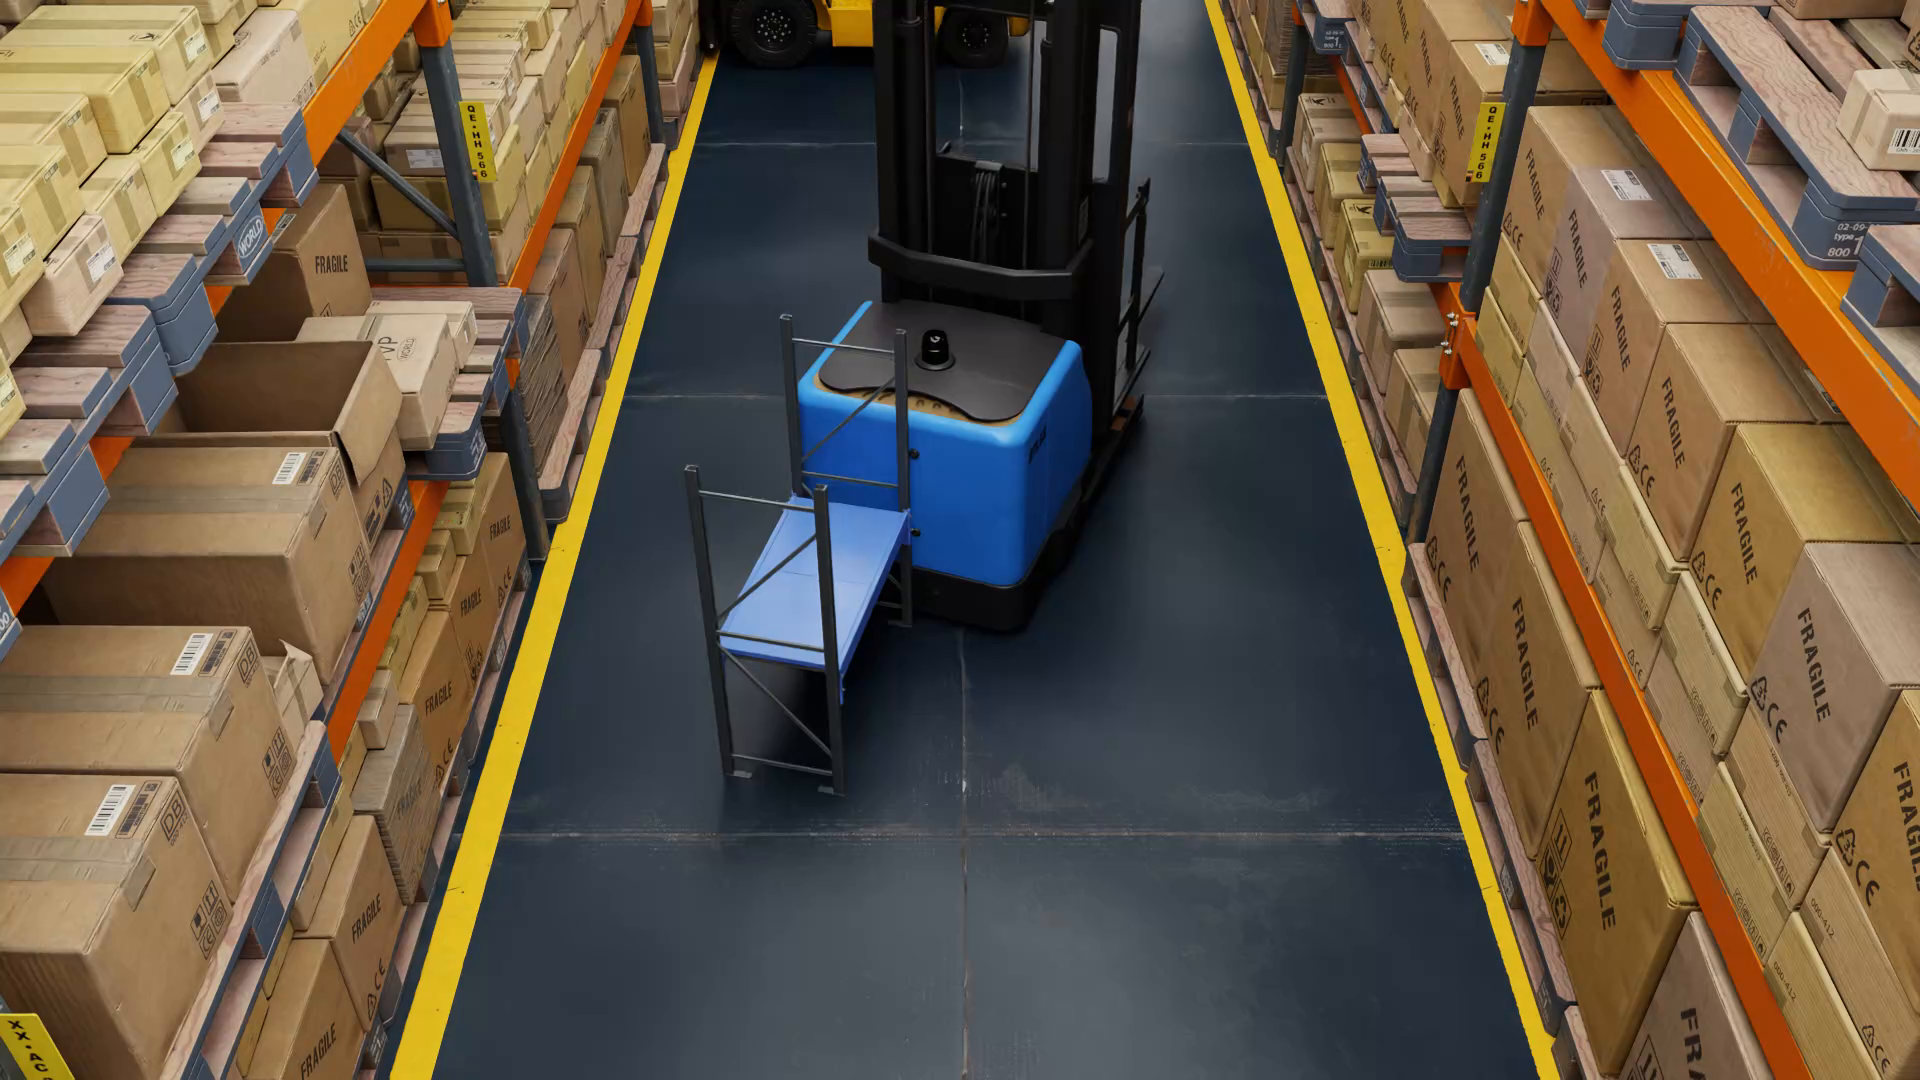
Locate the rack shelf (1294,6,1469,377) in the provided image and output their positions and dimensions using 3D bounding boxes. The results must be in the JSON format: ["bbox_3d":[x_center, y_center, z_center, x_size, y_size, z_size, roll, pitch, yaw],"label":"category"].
[{"bbox_3d":[2.563,-2.081,8.524,1.077,0.370,4.000,0,39,0],"label":"rack shelf"}]

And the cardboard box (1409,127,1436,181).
[{"bbox_3d":[2.211,-1.707,7.347,0.380,0.149,0.250,0,39,0],"label":"cardboard box"}]

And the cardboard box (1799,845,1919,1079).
[{"bbox_3d":[2.326,0.978,3.851,0.500,0.250,0.500,0,39,0],"label":"cardboard box"}]

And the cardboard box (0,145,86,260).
[{"bbox_3d":[-2.012,-0.669,3.335,0.380,0.149,0.250,-1,39,-1],"label":"cardboard box"}]

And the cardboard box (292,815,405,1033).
[{"bbox_3d":[-2.176,1.260,5.443,0.500,0.500,0.500,-1,39,-1],"label":"cardboard box"}]

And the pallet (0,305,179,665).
[{"bbox_3d":[-2.325,-0.109,3.239,1.213,0.211,1.003,0,39,0],"label":"pallet"}]

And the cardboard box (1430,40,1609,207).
[{"bbox_3d":[2.286,-1.715,6.837,0.500,0.500,0.500,-1,39,-1],"label":"cardboard box"}]

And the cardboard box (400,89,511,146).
[{"bbox_3d":[-2.106,-1.764,6.954,0.380,0.149,0.250,1,39,1],"label":"cardboard box"}]

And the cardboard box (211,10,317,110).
[{"bbox_3d":[-2.153,-1.270,4.657,0.500,0.250,0.500,0,39,0],"label":"cardboard box"}]

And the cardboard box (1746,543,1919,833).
[{"bbox_3d":[2.310,0.358,4.025,0.500,0.500,0.500,1,39,1],"label":"cardboard box"}]

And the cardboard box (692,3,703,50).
[{"bbox_3d":[-2.105,-3.639,11.756,0.500,0.250,0.500,1,39,1],"label":"cardboard box"}]

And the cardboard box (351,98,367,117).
[{"bbox_3d":[-2.714,-1.765,6.955,0.380,0.149,0.250,1,39,1],"label":"cardboard box"}]

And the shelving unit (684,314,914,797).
[{"bbox_3d":[-0.571,0.065,6.469,0.538,1.500,1.048,9,40,11],"label":"shelving unit"}]

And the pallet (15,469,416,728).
[{"bbox_3d":[-2.392,0.185,5.273,1.003,0.211,1.213,0,39,0],"label":"pallet"}]

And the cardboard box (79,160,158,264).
[{"bbox_3d":[-2.000,-0.705,3.618,0.380,0.149,0.250,0,39,-1],"label":"cardboard box"}]

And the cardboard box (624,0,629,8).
[{"bbox_3d":[-2.141,-3.233,9.506,0.500,0.250,0.500,1,39,1],"label":"cardboard box"}]

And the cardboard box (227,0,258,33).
[{"bbox_3d":[-2.208,-1.514,4.643,0.380,0.149,0.250,0,39,0],"label":"cardboard box"}]

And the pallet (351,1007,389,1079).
[{"bbox_3d":[-2.433,1.975,5.116,1.003,0.211,1.213,0,39,0],"label":"pallet"}]

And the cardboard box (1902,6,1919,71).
[{"bbox_3d":[2.857,-1.383,4.263,0.500,0.500,0.500,0,39,0],"label":"cardboard box"}]

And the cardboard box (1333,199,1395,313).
[{"bbox_3d":[2.570,-1.539,9.037,0.950,0.372,0.625,1,39,1],"label":"cardboard box"}]

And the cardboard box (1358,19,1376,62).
[{"bbox_3d":[2.219,-2.518,8.358,0.380,0.149,0.250,1,39,2],"label":"cardboard box"}]

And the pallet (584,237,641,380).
[{"bbox_3d":[-2.359,-1.293,9.195,1.003,0.211,1.213,0,39,0],"label":"pallet"}]

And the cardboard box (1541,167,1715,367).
[{"bbox_3d":[2.331,-0.922,5.622,0.500,0.500,0.500,0,39,0],"label":"cardboard box"}]

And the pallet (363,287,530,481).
[{"bbox_3d":[-2.328,-0.607,6.262,1.213,0.211,1.003,0,39,0],"label":"pallet"}]

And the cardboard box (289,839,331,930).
[{"bbox_3d":[-2.195,1.068,5.163,0.380,0.149,0.250,0,39,0],"label":"cardboard box"}]

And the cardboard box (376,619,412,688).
[{"bbox_3d":[-2.202,0.418,5.974,0.380,0.149,0.250,-1,39,-1],"label":"cardboard box"}]

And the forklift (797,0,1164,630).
[{"bbox_3d":[0.290,-1.680,7.503,1.130,2.935,3.031,13,41,16],"label":"forklift"}]

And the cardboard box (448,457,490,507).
[{"bbox_3d":[-2.145,-0.238,6.793,0.380,0.149,0.250,-2,39,-2],"label":"cardboard box"}]

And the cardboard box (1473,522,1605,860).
[{"bbox_3d":[2.479,0.544,6.036,0.875,0.875,0.875,0,39,1],"label":"cardboard box"}]

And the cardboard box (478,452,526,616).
[{"bbox_3d":[-2.183,-0.030,7.052,0.500,0.500,0.500,1,39,1],"label":"cardboard box"}]

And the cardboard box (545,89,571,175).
[{"bbox_3d":[-2.158,-1.961,7.919,0.500,0.250,0.500,-1,39,-2],"label":"cardboard box"}]

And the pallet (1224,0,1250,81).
[{"bbox_3d":[2.520,-3.710,12.210,1.003,0.211,1.213,0,39,0],"label":"pallet"}]

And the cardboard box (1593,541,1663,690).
[{"bbox_3d":[2.331,0.211,5.208,0.500,0.250,0.500,0,39,0],"label":"cardboard box"}]

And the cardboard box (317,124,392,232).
[{"bbox_3d":[-2.677,-1.523,6.972,0.500,0.250,0.500,1,39,1],"label":"cardboard box"}]

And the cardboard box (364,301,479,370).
[{"bbox_3d":[-2.014,-0.761,6.166,0.380,0.149,0.250,1,39,1],"label":"cardboard box"}]

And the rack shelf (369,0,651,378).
[{"bbox_3d":[-2.401,-2.076,8.517,1.077,0.370,4.000,0,39,0],"label":"rack shelf"}]

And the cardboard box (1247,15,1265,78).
[{"bbox_3d":[2.280,-3.406,11.465,0.500,0.250,0.500,-1,39,-1],"label":"cardboard box"}]

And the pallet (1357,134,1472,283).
[{"bbox_3d":[2.458,-1.482,7.354,1.213,0.211,1.003,0,39,0],"label":"pallet"}]

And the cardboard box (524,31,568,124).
[{"bbox_3d":[-2.137,-2.160,7.767,0.500,0.250,0.500,-1,39,-1],"label":"cardboard box"}]

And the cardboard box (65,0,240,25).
[{"bbox_3d":[-2.101,-1.463,4.342,0.380,0.149,0.250,0,39,0],"label":"cardboard box"}]

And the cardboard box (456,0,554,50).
[{"bbox_3d":[-2.117,-2.404,7.753,0.380,0.149,0.250,1,39,1],"label":"cardboard box"}]

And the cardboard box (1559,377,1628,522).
[{"bbox_3d":[2.306,-0.296,5.441,0.500,0.250,0.500,0,39,0],"label":"cardboard box"}]

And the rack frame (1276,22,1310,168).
[{"bbox_3d":[2.560,-3.613,9.860,1.000,3.000,0.127,0,39,0],"label":"rack frame"}]

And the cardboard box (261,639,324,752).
[{"bbox_3d":[-2.012,0.415,4.605,0.396,0.266,0.258,2,39,2],"label":"cardboard box"}]

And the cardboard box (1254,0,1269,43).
[{"bbox_3d":[2.289,-3.684,11.212,0.500,0.500,0.500,1,39,1],"label":"cardboard box"}]

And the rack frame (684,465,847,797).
[{"bbox_3d":[-0.691,0.374,6.084,0.500,1.500,0.032,9,40,11],"label":"rack frame"}]

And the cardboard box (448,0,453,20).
[{"bbox_3d":[-2.623,-2.561,7.949,0.380,0.149,0.250,1,39,1],"label":"cardboard box"}]

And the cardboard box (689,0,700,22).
[{"bbox_3d":[-2.087,-3.825,11.588,0.500,0.250,0.500,0,39,0],"label":"cardboard box"}]

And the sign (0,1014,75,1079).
[{"bbox_3d":[-1.852,1.053,3.345,0.100,0.325,0.005,0,39,0],"label":"sign"}]

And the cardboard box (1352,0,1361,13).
[{"bbox_3d":[2.262,-3.016,8.461,0.500,0.500,0.500,0,39,0],"label":"cardboard box"}]

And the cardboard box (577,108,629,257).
[{"bbox_3d":[-2.398,-2.033,9.451,0.875,0.625,0.625,0,39,0],"label":"cardboard box"}]
